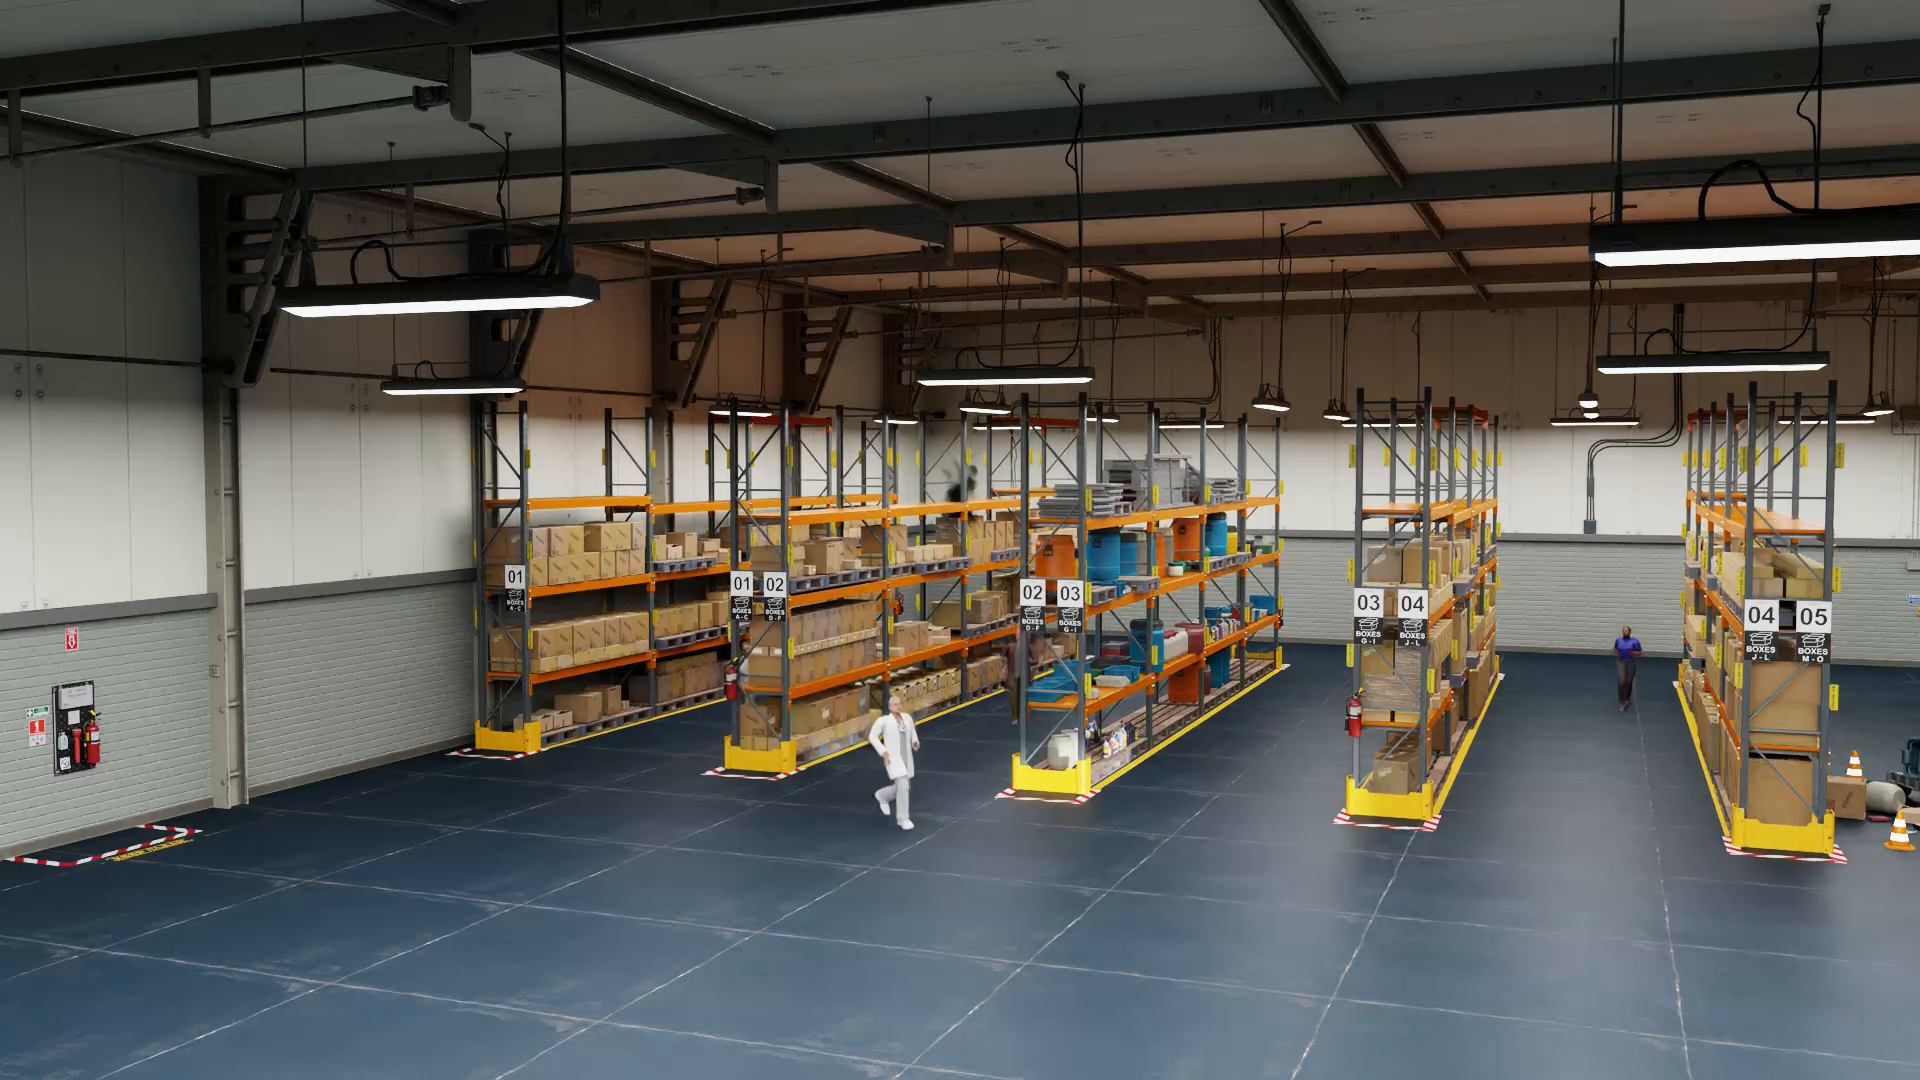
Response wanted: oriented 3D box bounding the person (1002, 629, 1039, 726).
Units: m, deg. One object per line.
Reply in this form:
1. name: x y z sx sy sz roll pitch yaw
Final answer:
1. person: 1.102 2.531 30.859 0.720 1.748 0.965 1 3 11

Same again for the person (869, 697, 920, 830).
1. person: -0.880 3.022 22.773 0.704 1.775 0.858 -2 4 -38

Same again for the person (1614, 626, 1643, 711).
1. person: 13.377 2.565 33.300 0.553 1.713 0.782 1 3 25

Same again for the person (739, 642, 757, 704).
1. person: -3.810 2.710 30.113 0.584 1.745 0.718 1 3 23
